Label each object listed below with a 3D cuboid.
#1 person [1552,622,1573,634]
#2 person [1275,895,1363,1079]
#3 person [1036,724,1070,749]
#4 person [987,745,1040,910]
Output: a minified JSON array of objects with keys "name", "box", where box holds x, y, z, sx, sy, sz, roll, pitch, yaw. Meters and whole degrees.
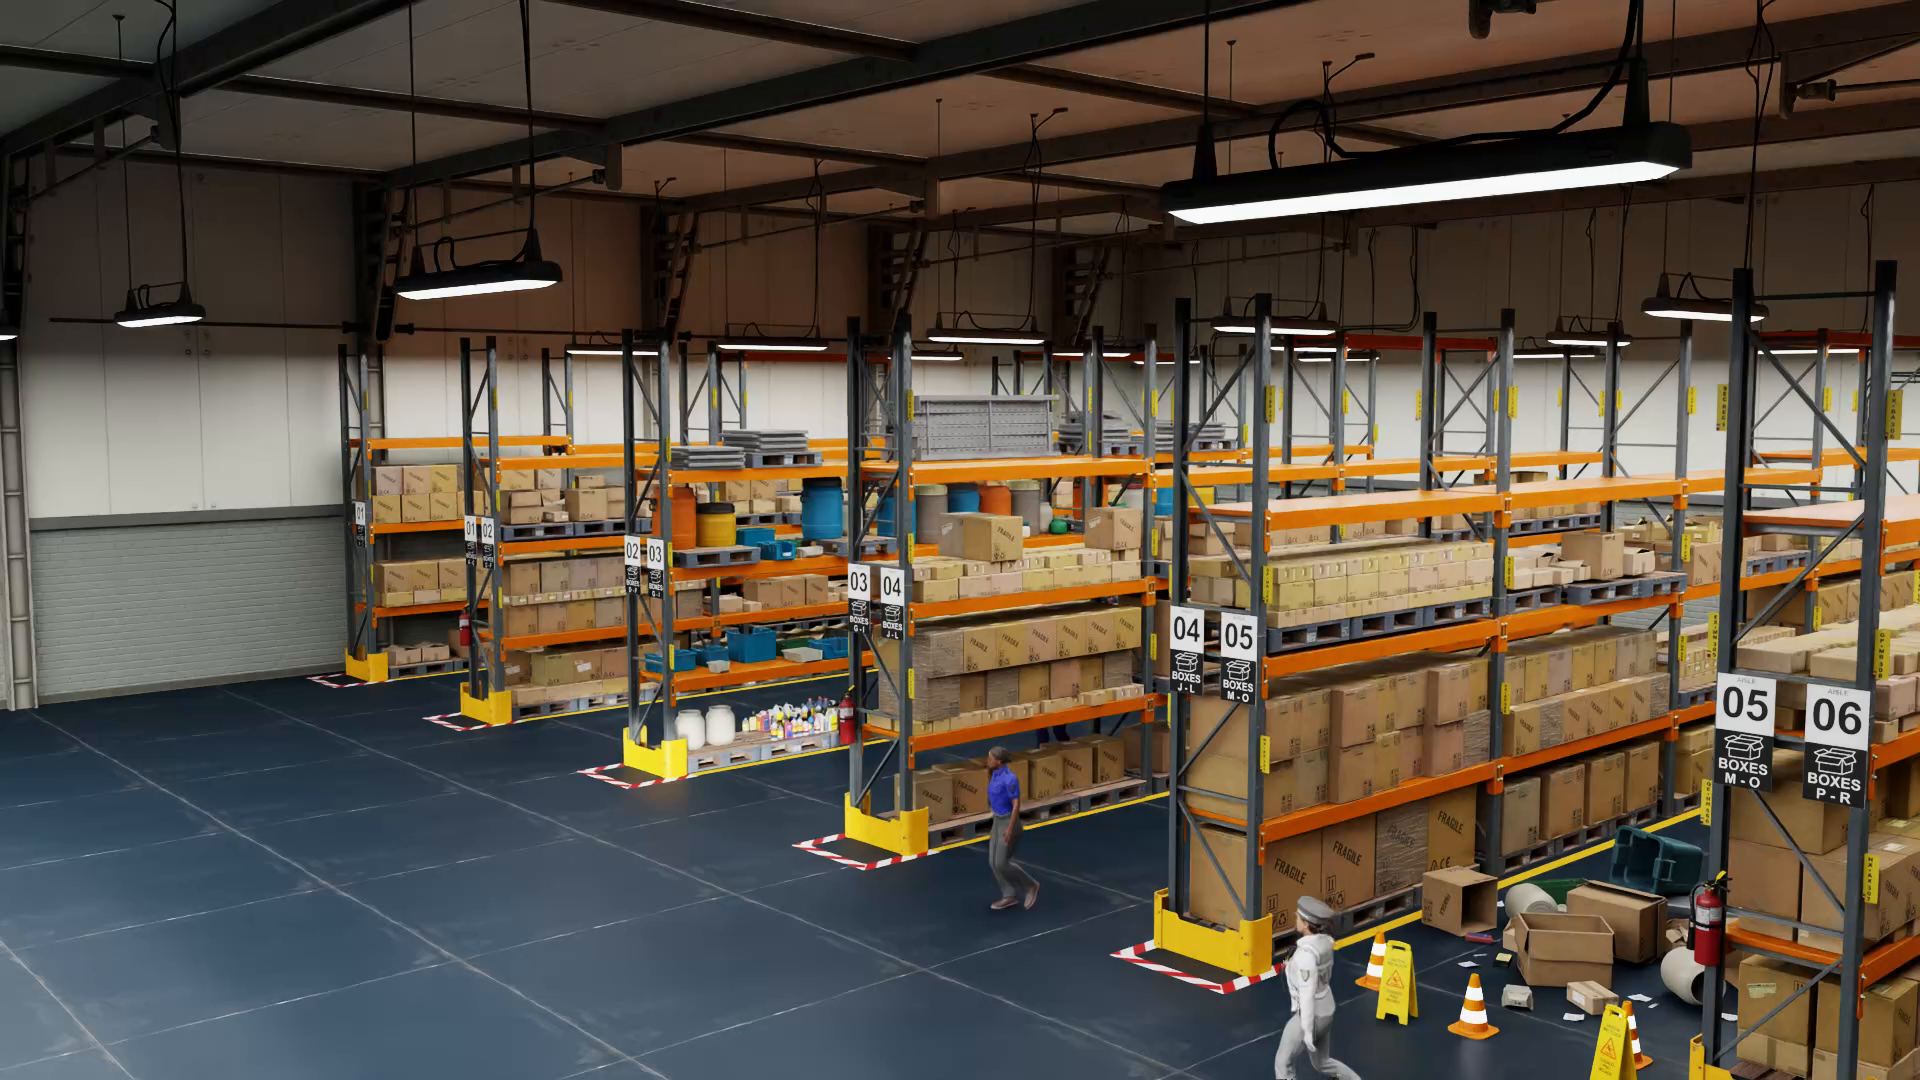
[{"name":"person","box":[9.337,1.989,25.555,0.874,1.781,0.568,-3,6,-28]},{"name":"person","box":[2.490,3.296,11.530,0.887,1.647,0.480,2,5,20]},{"name":"person","box":[1.273,2.317,22.854,0.578,1.685,0.525,-2,5,-21]},{"name":"person","box":[0.518,2.866,16.665,0.469,1.640,0.522,-2,5,-19]}]
